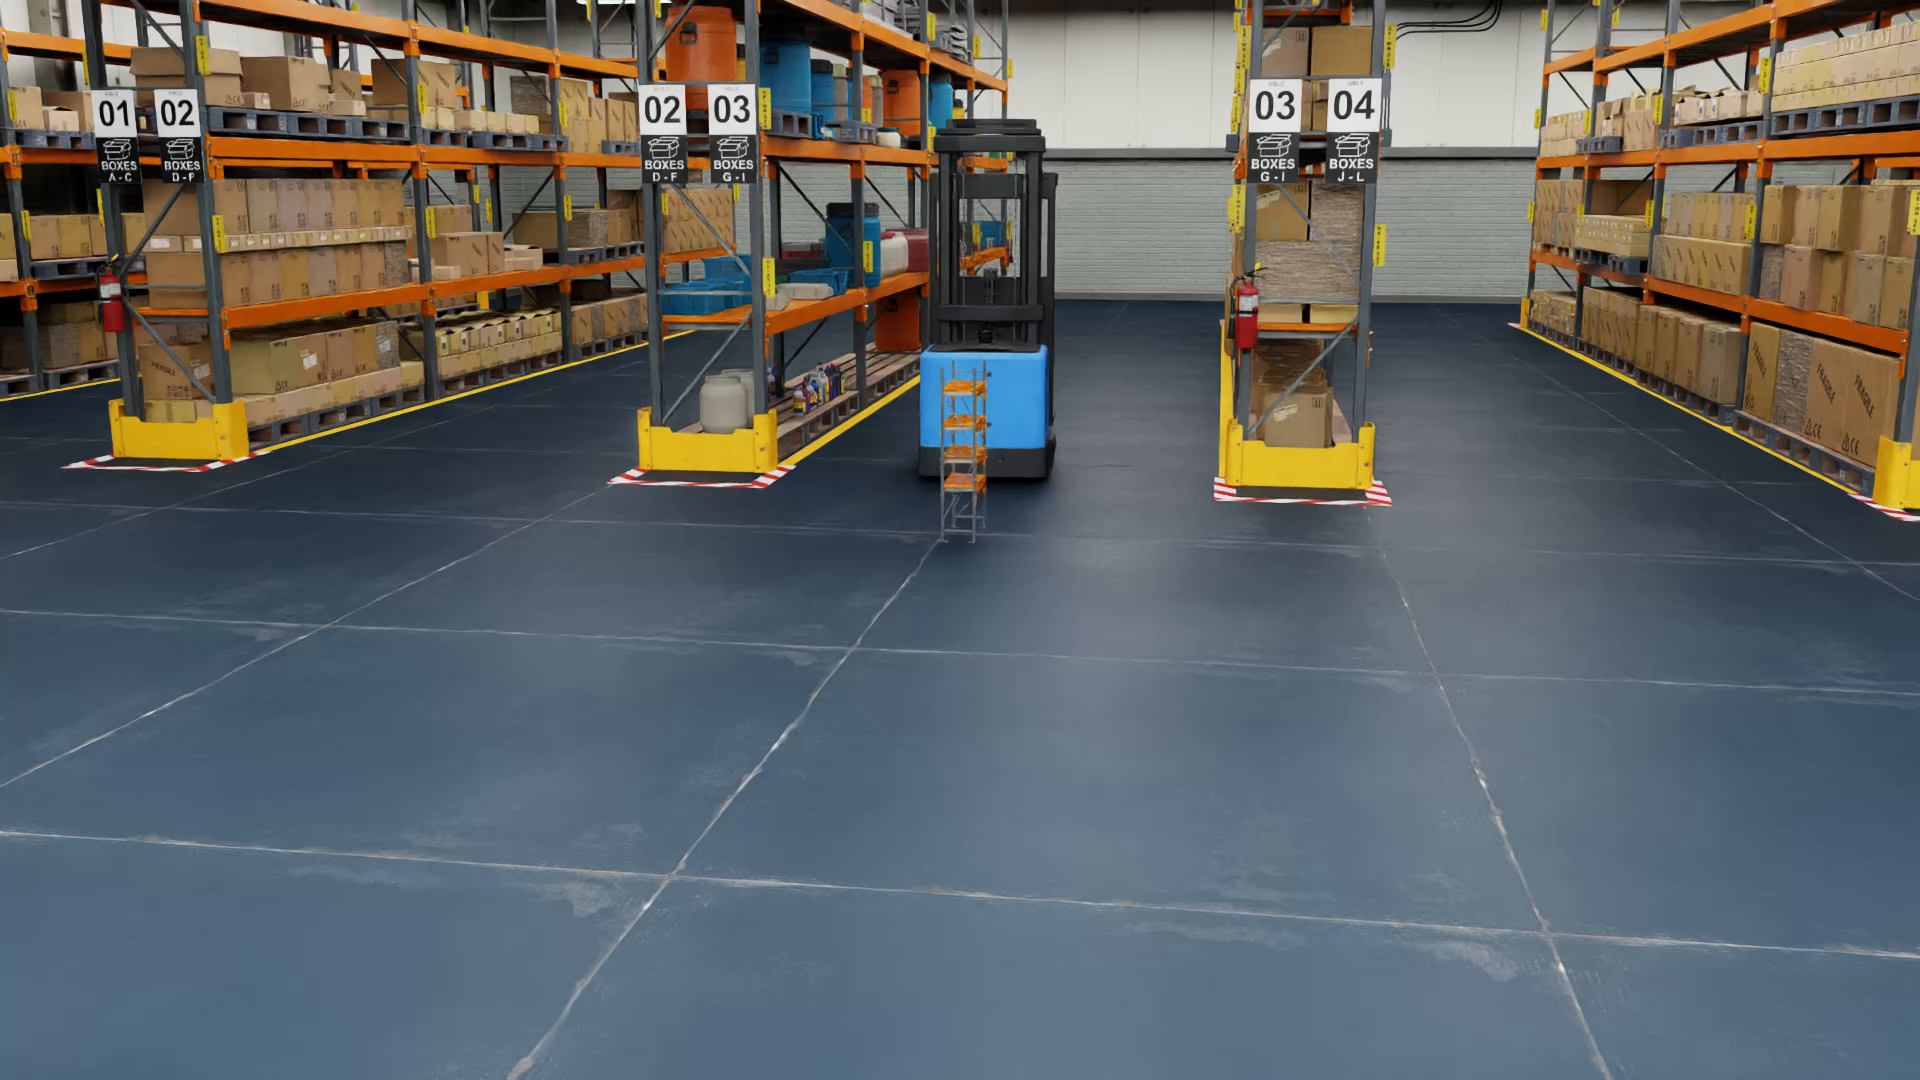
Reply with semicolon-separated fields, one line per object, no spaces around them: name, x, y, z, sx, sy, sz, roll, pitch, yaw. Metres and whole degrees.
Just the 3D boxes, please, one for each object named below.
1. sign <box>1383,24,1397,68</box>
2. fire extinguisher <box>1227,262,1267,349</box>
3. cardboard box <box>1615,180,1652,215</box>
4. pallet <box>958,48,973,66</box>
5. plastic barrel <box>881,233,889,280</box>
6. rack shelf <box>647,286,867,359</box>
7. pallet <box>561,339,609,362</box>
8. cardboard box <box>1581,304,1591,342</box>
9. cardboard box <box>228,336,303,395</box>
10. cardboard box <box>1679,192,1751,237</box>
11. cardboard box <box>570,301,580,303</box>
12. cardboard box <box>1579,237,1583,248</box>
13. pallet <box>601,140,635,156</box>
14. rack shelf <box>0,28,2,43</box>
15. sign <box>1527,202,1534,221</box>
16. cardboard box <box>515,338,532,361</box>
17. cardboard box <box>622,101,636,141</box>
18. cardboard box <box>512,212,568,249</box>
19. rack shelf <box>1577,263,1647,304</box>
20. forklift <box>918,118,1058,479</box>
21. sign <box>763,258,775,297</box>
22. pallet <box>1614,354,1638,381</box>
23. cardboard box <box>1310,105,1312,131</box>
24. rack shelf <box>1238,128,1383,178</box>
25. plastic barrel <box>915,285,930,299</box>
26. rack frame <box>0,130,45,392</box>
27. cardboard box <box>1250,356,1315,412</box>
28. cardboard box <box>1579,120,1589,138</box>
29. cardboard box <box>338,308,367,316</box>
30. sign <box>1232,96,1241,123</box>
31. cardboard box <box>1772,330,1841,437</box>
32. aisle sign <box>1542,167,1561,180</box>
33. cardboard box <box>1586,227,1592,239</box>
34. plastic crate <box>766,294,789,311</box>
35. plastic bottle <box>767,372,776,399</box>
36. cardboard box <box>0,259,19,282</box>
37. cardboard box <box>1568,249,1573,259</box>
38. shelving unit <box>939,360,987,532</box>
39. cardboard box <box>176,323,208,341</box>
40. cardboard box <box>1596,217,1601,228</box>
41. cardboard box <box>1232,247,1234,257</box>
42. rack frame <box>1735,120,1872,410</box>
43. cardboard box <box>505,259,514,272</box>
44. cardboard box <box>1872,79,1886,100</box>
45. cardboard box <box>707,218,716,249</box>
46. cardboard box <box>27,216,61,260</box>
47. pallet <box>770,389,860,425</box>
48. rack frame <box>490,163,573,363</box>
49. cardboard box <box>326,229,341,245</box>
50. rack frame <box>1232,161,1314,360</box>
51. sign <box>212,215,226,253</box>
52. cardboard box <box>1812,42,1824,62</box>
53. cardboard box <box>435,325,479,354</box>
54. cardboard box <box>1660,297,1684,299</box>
sign;3.292;-3.789;12.762;0.100;0.325;0.005;2;12;9
fire extinguisher;2.283;-1.867;13.219;0.296;0.674;0.183;2;12;9
cardboard box;9.797;-4.999;24.251;0.500;0.500;0.500;2;12;10
pallet;-0.390;-7.043;24.214;1.003;0.211;1.213;2;12;9
plastic barrel;-1.046;-3.318;19.445;0.433;0.535;0.433;0;12;0
rack shelf;-1.831;-2.139;16.004;1.077;0.370;4.000;2;12;9
pallet;-5.650;-2.691;23.481;1.003;0.211;1.213;2;12;9
cardboard box;9.111;-3.068;23.545;0.500;0.500;0.500;2;12;11
cardboard box;-6.655;-1.671;15.879;0.500;0.500;0.500;2;12;9
cardboard box;8.716;-3.736;19.099;0.700;0.500;0.500;2;12;8
cardboard box;-5.810;-3.204;24.128;0.500;0.500;0.500;1;12;7
cardboard box;8.935;-4.187;23.402;0.380;0.149;0.250;2;12;10
pallet;-5.513;-5.758;24.418;1.213;0.211;1.003;2;12;9
rack shelf;-11.620;-5.391;16.862;1.077;0.370;4.000;2;12;9
sign;9.566;-5.503;27.853;0.100;0.325;0.005;2;12;9
cardboard box;-5.798;-2.432;21.189;0.500;0.250;0.500;2;12;10
cardboard box;-5.337;-6.400;25.479;0.600;0.600;0.600;1;12;3
cardboard box;-5.816;-4.289;23.043;0.700;0.500;0.500;-2;12;-10
rack shelf;9.179;-3.462;22.143;1.077;0.370;4.000;2;12;9
forklift;9.267;-2.291;15.167;18.928;2.935;5.417;1;12;5
sign;-1.595;-2.190;13.880;0.100;0.325;0.005;2;12;9
pallet;8.993;-2.196;21.184;1.003;0.211;1.213;2;12;9
cardboard box;3.158;-3.506;13.877;0.500;0.250;0.500;2;12;7
rack shelf;3.063;-3.444;14.943;1.077;0.370;4.000;2;12;9
plastic barrel;-0.502;-3.491;24.557;0.600;0.901;0.708;2;12;9
rack frame;-11.312;-3.228;19.349;1.000;3.000;0.127;2;12;9
cardboard box;3.189;-1.528;16.400;0.500;0.500;0.500;6;14;27
cardboard box;9.306;-5.971;24.131;0.500;0.250;0.500;1;12;6
cardboard box;-10.053;-3.908;26.612;0.750;0.750;0.750;2;12;9
sign;3.439;-5.356;20.692;0.100;0.325;0.005;2;12;9
cardboard box;7.956;-1.414;14.983;0.875;0.875;0.875;2;12;9
aisle sign;9.817;-6.358;27.705;0.394;0.787;0.004;2;12;9
cardboard box;8.855;-4.228;22.888;0.380;0.149;0.250;1;12;6
plastic crate;-1.683;-2.121;14.840;0.298;0.136;0.250;2;12;9
plastic bottle;-1.960;-1.599;17.226;0.097;0.271;0.097;0;12;0
cardboard box;-11.086;-3.056;18.860;0.500;0.250;0.500;2;12;9
cardboard box;9.231;-4.231;24.602;0.380;0.149;0.250;2;12;7
shelving unit;0.026;-0.621;11.529;0.258;1.200;0.499;2;12;9
cardboard box;-10.756;-2.902;22.727;0.700;0.500;0.500;2;12;9
cardboard box;8.774;-4.267;22.359;0.380;0.149;0.250;2;12;11
cardboard box;4.324;-4.363;25.213;0.380;0.149;0.250;2;12;9
rack frame;8.256;-2.564;16.272;1.000;3.000;0.127;2;12;9
cardboard box;-5.942;-3.510;21.258;0.380;0.149;0.250;3;12;13
cardboard box;7.475;-3.568;13.172;0.380;0.149;0.250;2;12;9
cardboard box;-4.530;-5.301;28.733;0.500;0.500;0.500;2;12;9
cardboard box;-11.200;-3.596;19.779;0.700;0.500;0.500;2;12;9
pallet;-1.668;-1.405;17.511;1.003;0.211;1.213;2;12;9
rack frame;-5.802;-3.900;22.472;1.000;3.000;0.127;2;12;9
cardboard box;-6.482;-3.051;16.751;0.380;0.149;0.250;2;12;11
rack frame;3.986;-3.579;20.979;1.000;3.000;0.127;2;12;9
sign;-6.485;-2.678;14.556;0.100;0.325;0.005;2;12;9
cardboard box;7.710;-4.275;14.558;0.380;0.149;0.250;2;12;9
cardboard box;-6.025;-2.385;19.639;0.500;0.311;0.500;2;12;8
cardboard box;9.295;-2.988;21.395;0.500;0.250;0.500;2;12;8
